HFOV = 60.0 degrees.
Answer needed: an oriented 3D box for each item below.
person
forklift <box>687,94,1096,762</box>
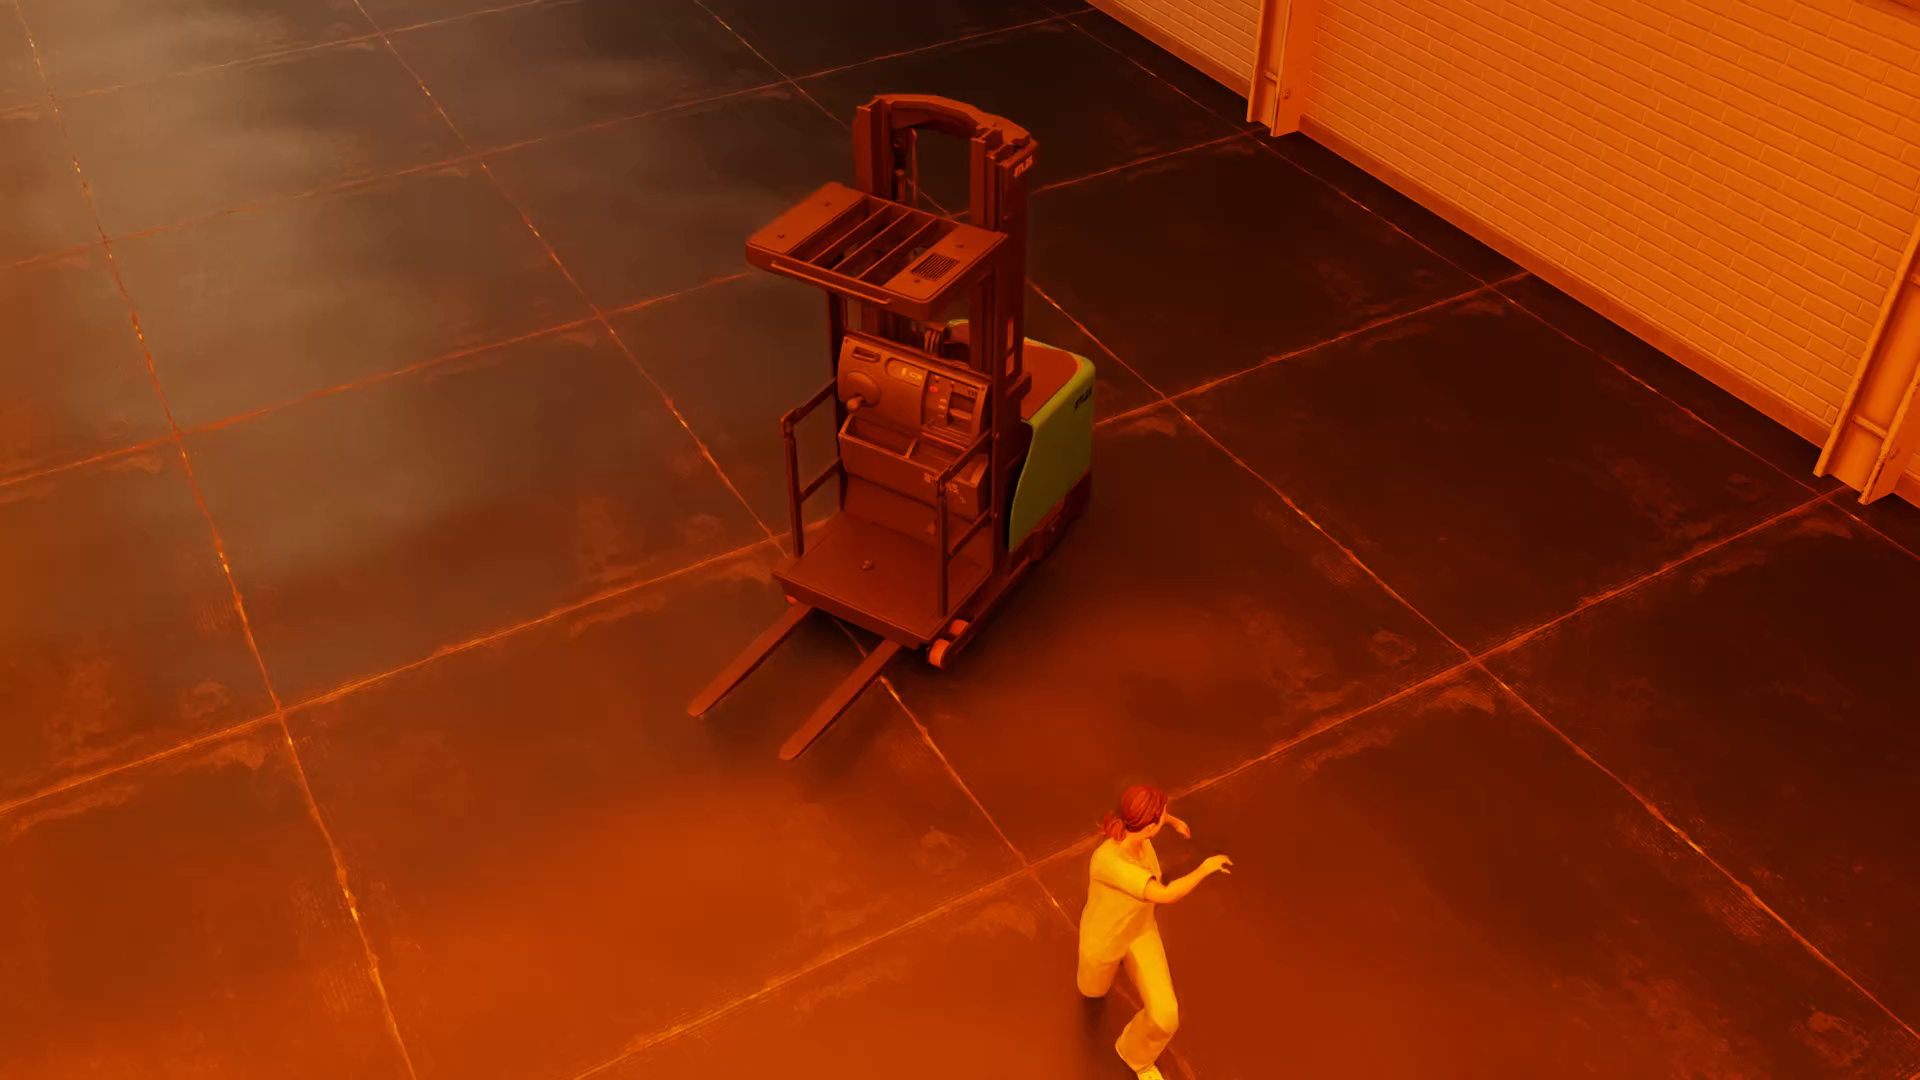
[{"bbox_3d":[0.856,1.607,7.316,0.749,1.404,0.966,-17,43,-19],"label":"person"},{"bbox_3d":[-0.376,-0.743,8.932,1.130,2.935,3.031,22,44,24],"label":"forklift"}]
